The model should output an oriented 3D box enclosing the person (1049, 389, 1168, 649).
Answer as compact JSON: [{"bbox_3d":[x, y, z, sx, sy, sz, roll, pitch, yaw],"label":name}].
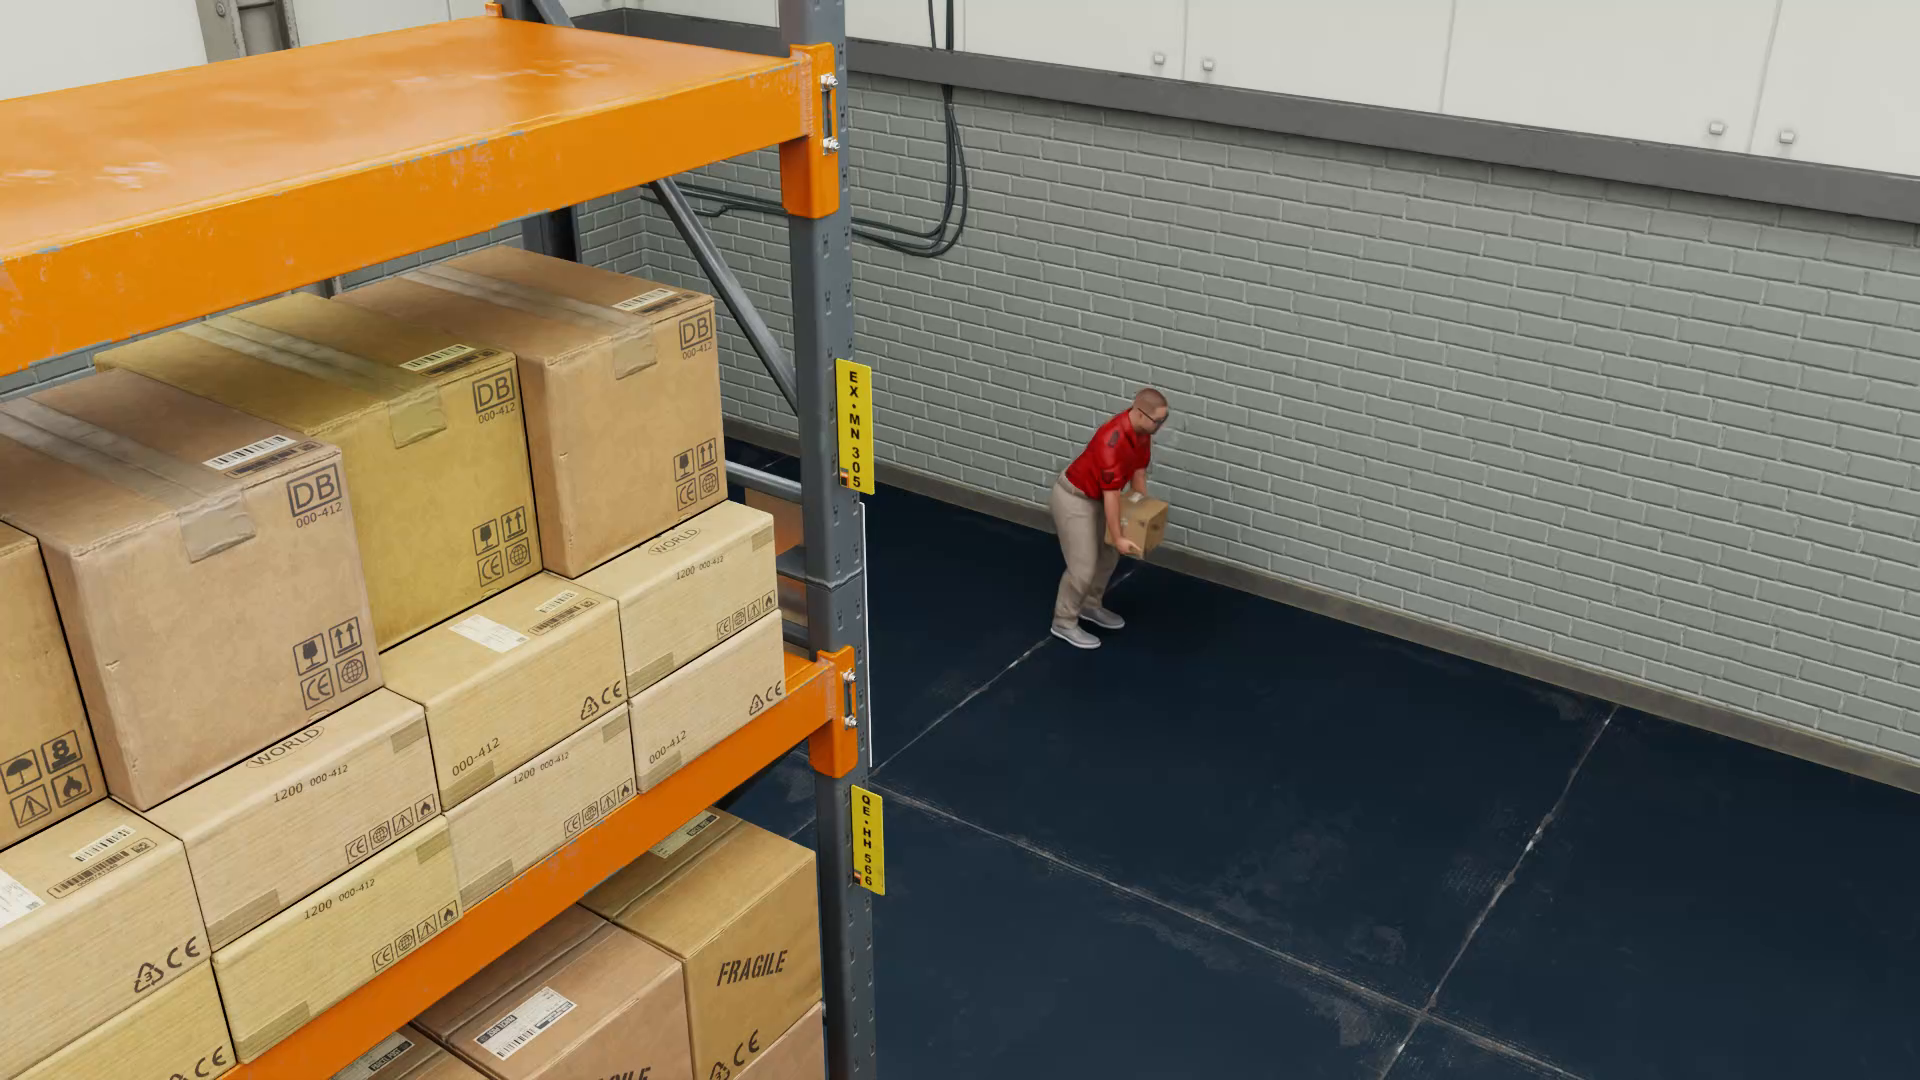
[{"bbox_3d":[0.853,-0.153,9.571,0.653,1.617,0.477,17,31,30],"label":"person"}]
